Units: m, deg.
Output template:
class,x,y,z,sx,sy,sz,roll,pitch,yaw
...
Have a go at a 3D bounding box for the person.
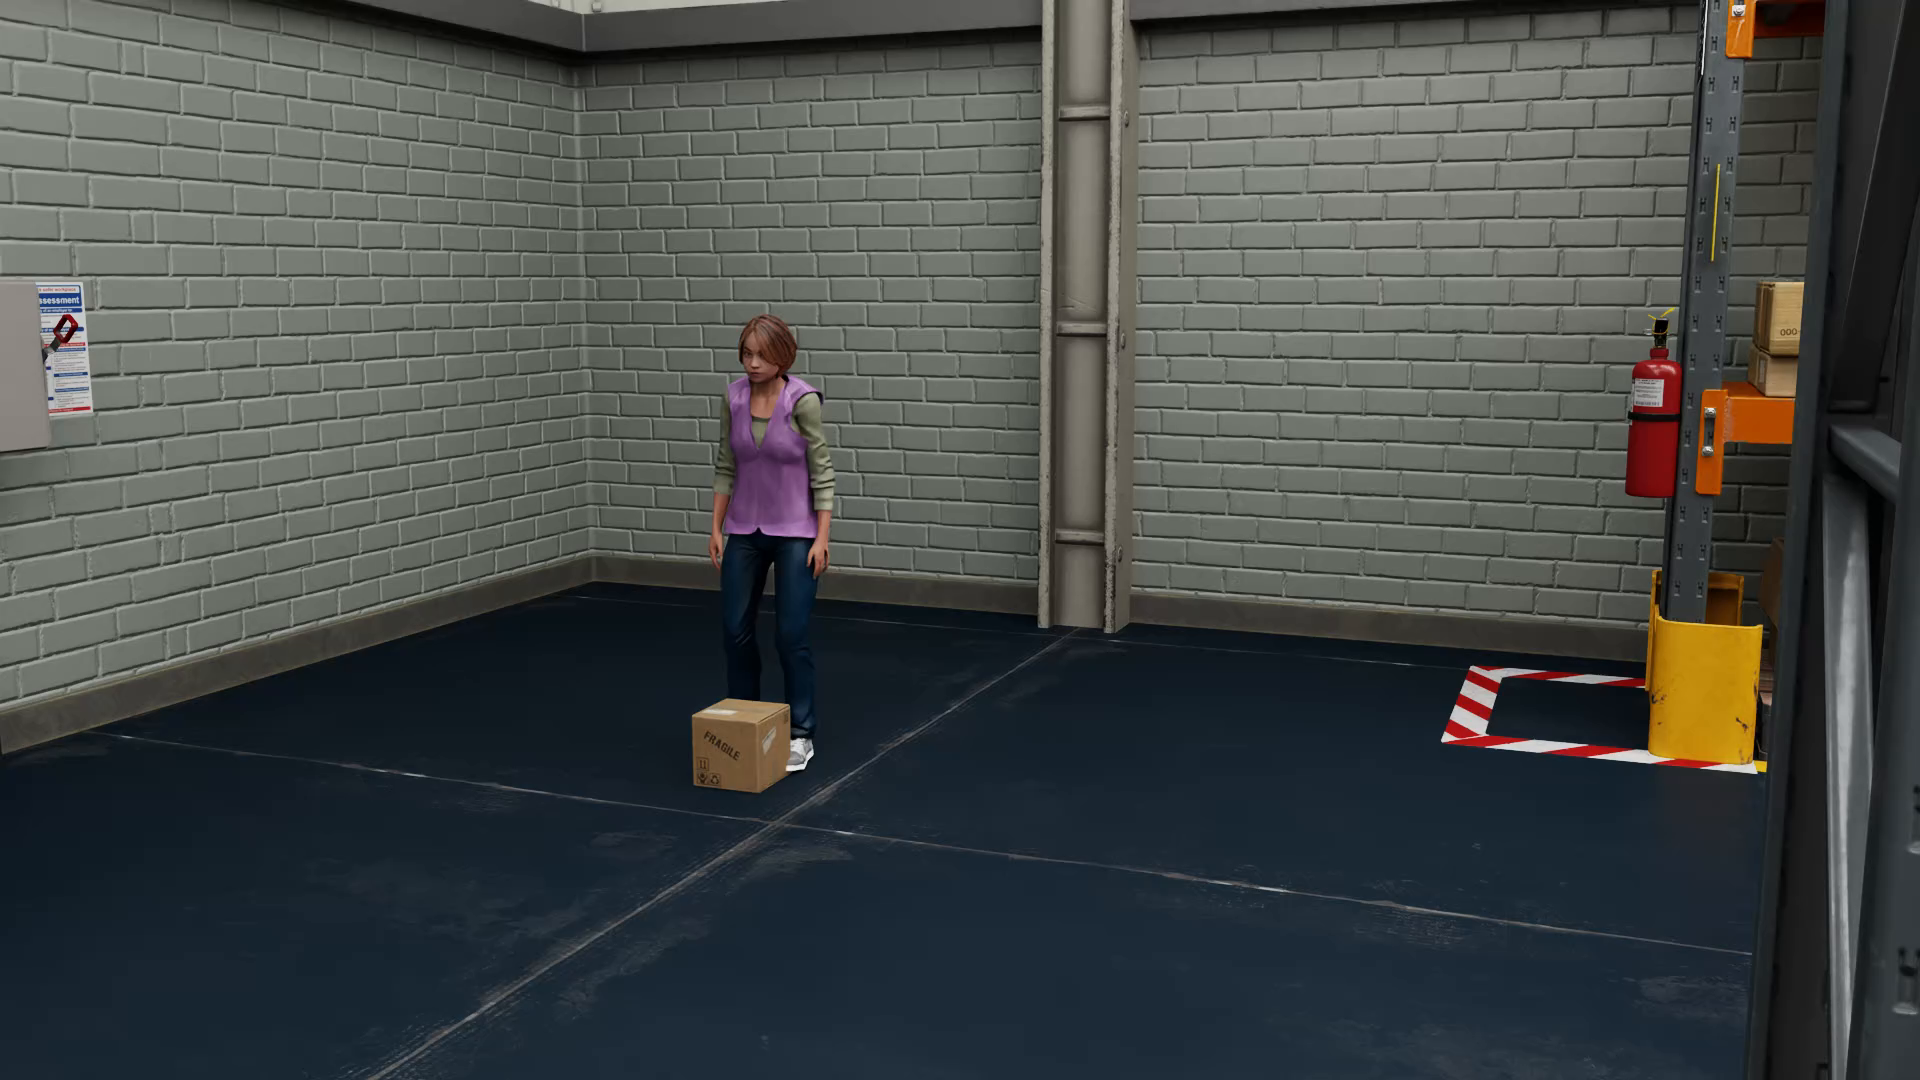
class,x,y,z,sx,sy,sz,roll,pitch,yaw
person,-0.669,0.007,5.852,0.474,1.592,0.346,3,9,18
